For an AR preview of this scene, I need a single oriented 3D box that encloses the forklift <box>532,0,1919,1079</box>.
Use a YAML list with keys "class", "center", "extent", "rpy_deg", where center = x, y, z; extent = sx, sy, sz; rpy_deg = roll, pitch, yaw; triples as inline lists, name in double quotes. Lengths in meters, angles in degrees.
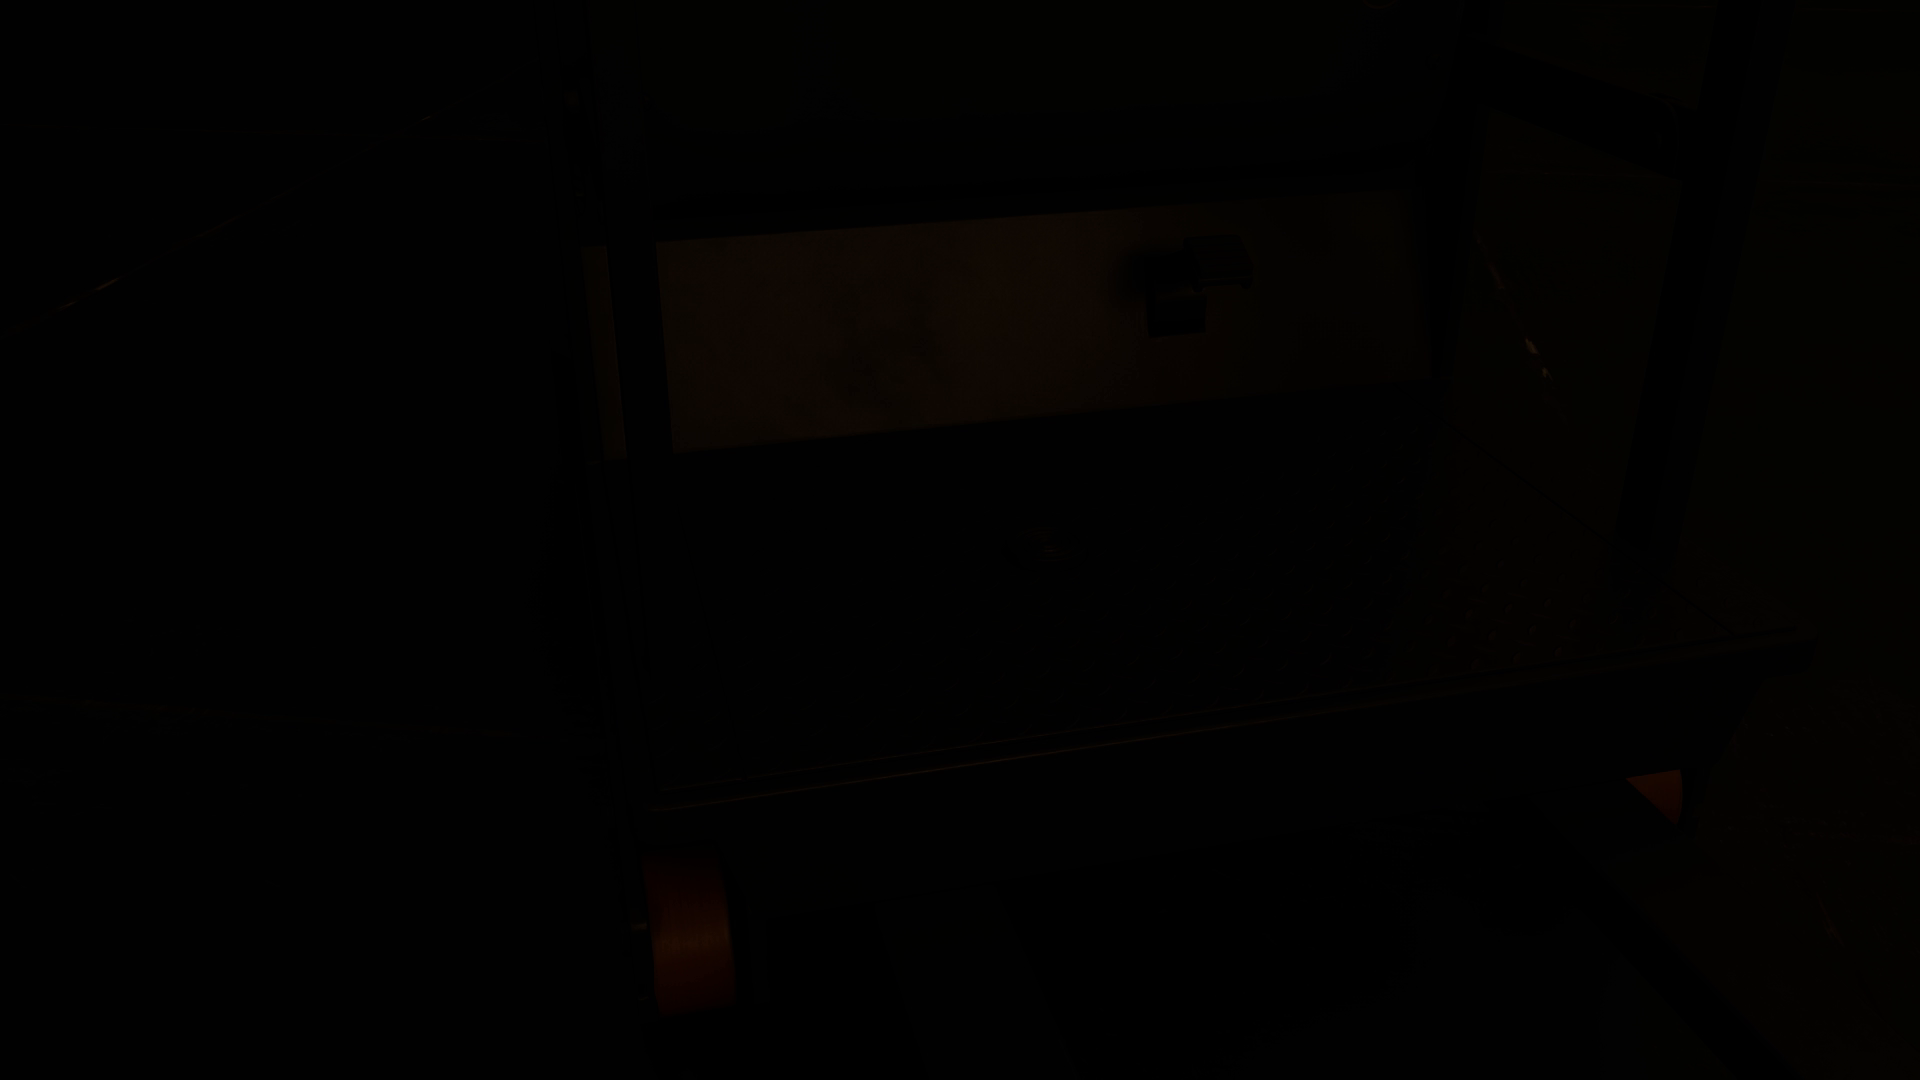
- class: "forklift"
  center: [0.153, -1.049, 1.319]
  extent: [1.130, 2.935, 3.031]
  rpy_deg: [-7, 27, -13]
